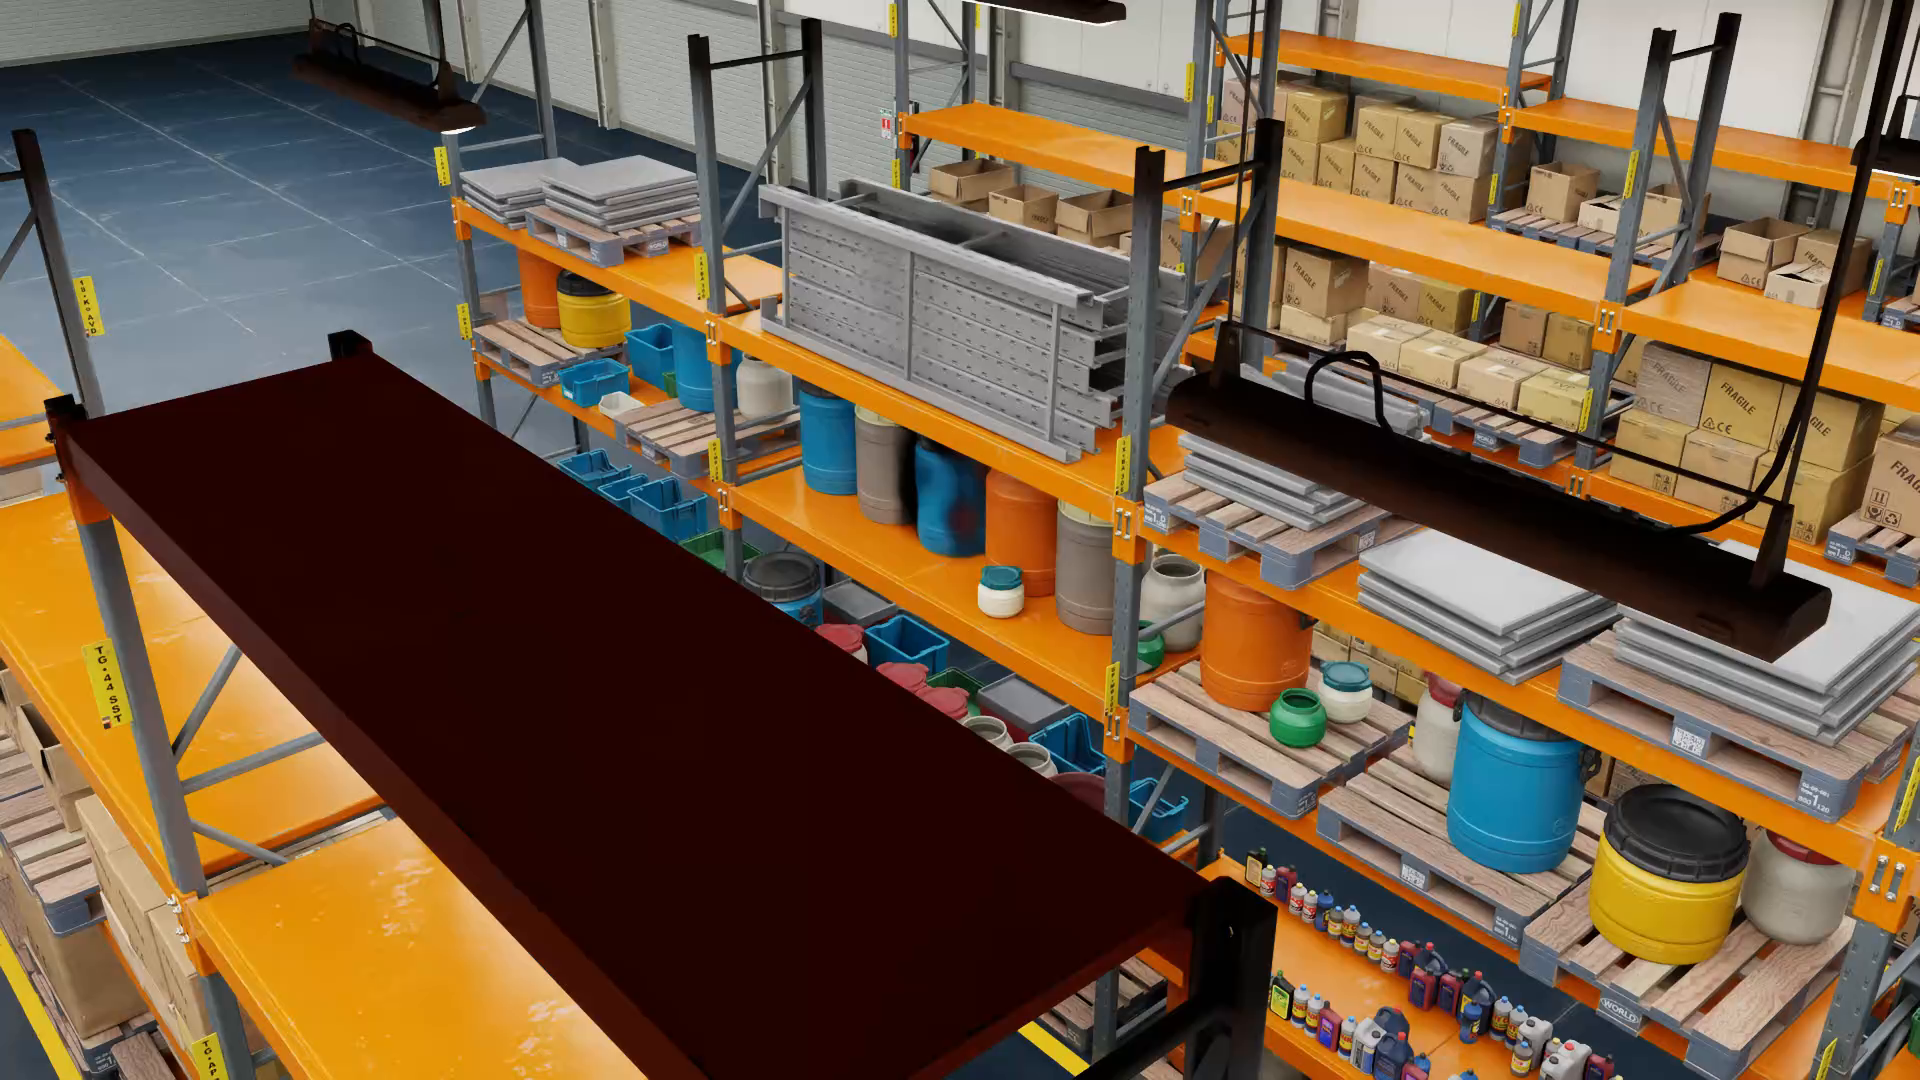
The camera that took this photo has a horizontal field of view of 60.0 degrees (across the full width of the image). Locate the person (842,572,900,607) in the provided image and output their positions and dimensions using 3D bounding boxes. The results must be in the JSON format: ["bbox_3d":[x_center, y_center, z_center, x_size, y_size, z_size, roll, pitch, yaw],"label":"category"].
[{"bbox_3d":[-0.940,-0.064,15.966,0.891,1.542,0.464,14,30,25],"label":"person"}]
